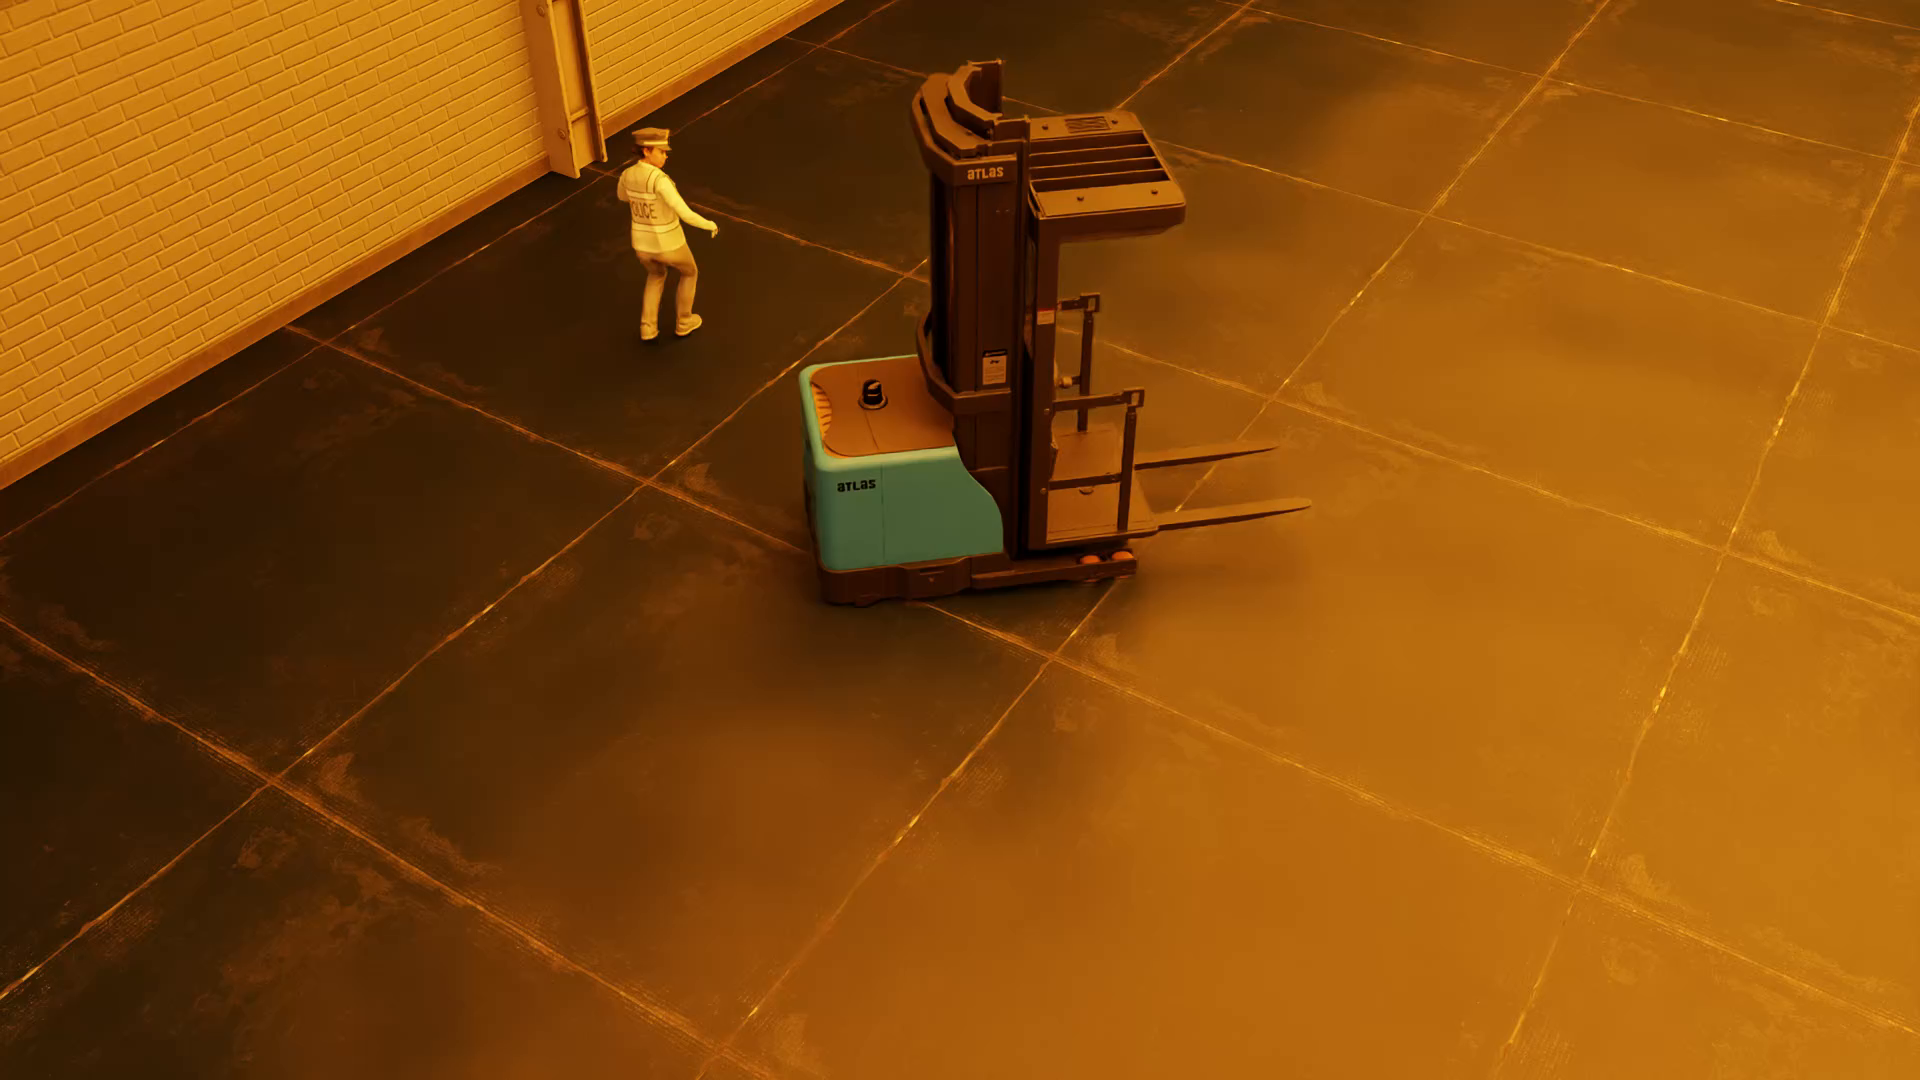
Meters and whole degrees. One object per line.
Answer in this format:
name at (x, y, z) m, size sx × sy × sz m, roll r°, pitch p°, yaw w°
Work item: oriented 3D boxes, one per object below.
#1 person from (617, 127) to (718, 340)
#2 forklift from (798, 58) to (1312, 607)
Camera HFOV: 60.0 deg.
person at (-2.030, -2.121, 11.518) m, size 0.729 × 1.613 × 0.650 m, roll 16°, pitch 43°, yaw 18°
forklift at (0.600, -1.194, 9.375) m, size 3.031 × 2.935 × 1.130 m, roll -7°, pitch 41°, yaw -8°
